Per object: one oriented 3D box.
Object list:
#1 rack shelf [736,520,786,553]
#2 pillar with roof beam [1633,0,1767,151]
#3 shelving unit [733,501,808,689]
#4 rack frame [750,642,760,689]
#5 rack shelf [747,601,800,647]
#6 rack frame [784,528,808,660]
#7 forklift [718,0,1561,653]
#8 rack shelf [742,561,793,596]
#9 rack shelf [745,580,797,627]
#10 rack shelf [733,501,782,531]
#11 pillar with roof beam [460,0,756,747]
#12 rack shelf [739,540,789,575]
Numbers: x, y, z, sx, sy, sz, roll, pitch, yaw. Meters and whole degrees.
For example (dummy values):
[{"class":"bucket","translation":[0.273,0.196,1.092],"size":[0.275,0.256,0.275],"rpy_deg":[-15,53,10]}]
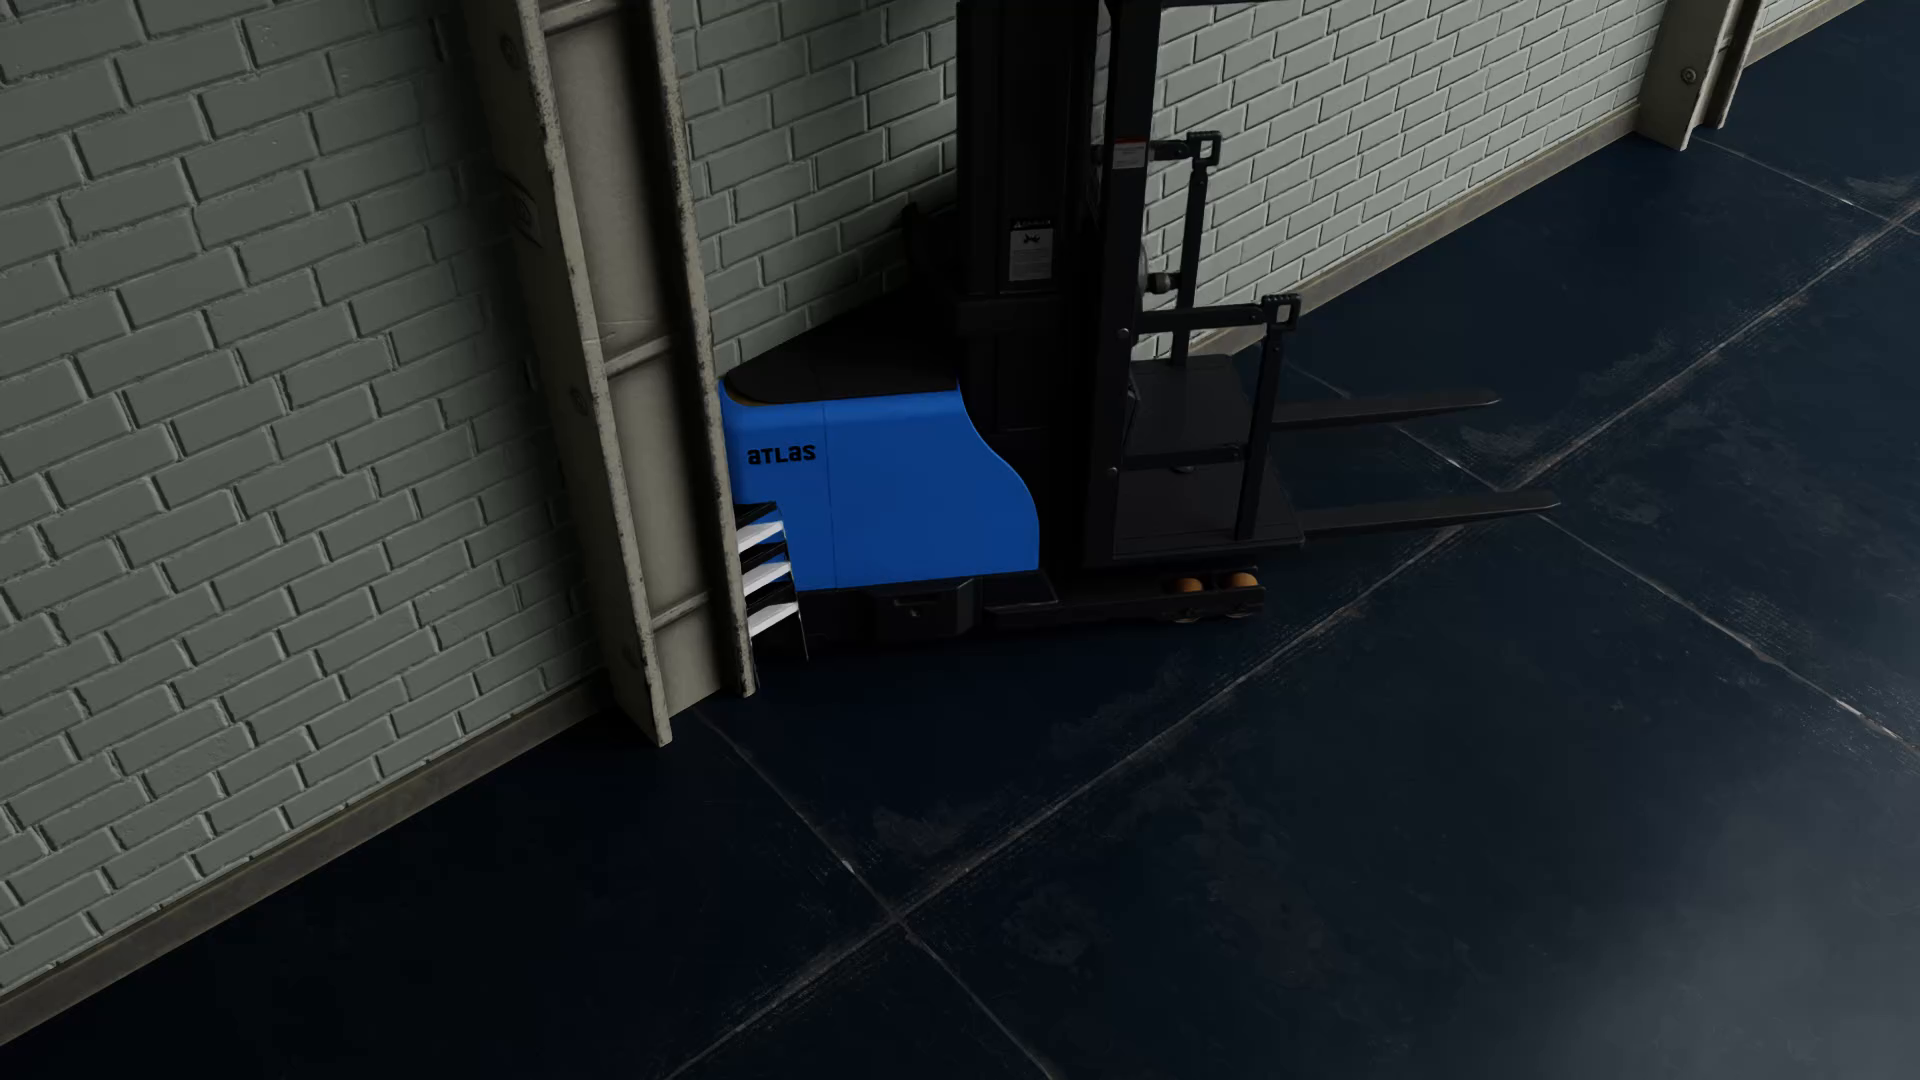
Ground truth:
[{"class":"rack shelf","translation":[-0.726,-0.047,5.429],"size":[0.200,0.077,0.258],"rpy_deg":[-31,46,-27]},{"class":"pillar with roof beam","translation":[6.418,-3.132,3.012],"size":[0.400,9.000,9.100],"rpy_deg":[-30,51,-28]},{"class":"shelving unit","translation":[-0.716,0.065,5.524],"size":[0.210,0.900,0.258],"rpy_deg":[-31,46,-27]},{"class":"rack frame","translation":[-0.794,0.111,5.478],"size":[0.006,0.900,0.240],"rpy_deg":[-31,46,-27]},{"class":"rack shelf","translation":[-0.701,0.227,5.662],"size":[0.200,0.077,0.258],"rpy_deg":[-31,46,-27]},{"class":"rack frame","translation":[-0.638,0.018,5.570],"size":[0.006,0.900,0.240],"rpy_deg":[-31,46,-27]},{"class":"forklift","translation":[0.649,-1.128,5.310],"size":[3.031,2.935,1.130],"rpy_deg":[-5,43,-6]},{"class":"rack shelf","translation":[-0.714,0.090,5.546],"size":[0.200,0.077,0.258],"rpy_deg":[-31,46,-27]},{"class":"rack shelf","translation":[-0.707,0.158,5.604],"size":[0.200,0.077,0.258],"rpy_deg":[-31,46,-27]},{"class":"rack shelf","translation":[-0.733,-0.115,5.371],"size":[0.200,0.077,0.258],"rpy_deg":[-31,46,-27]},{"class":"pillar with roof beam","translation":[1.816,-0.497,0.206],"size":[0.400,9.000,9.100],"rpy_deg":[-30,51,-28]},{"class":"rack shelf","translation":[-0.720,0.021,5.487],"size":[0.200,0.077,0.258],"rpy_deg":[-31,46,-27]}]
